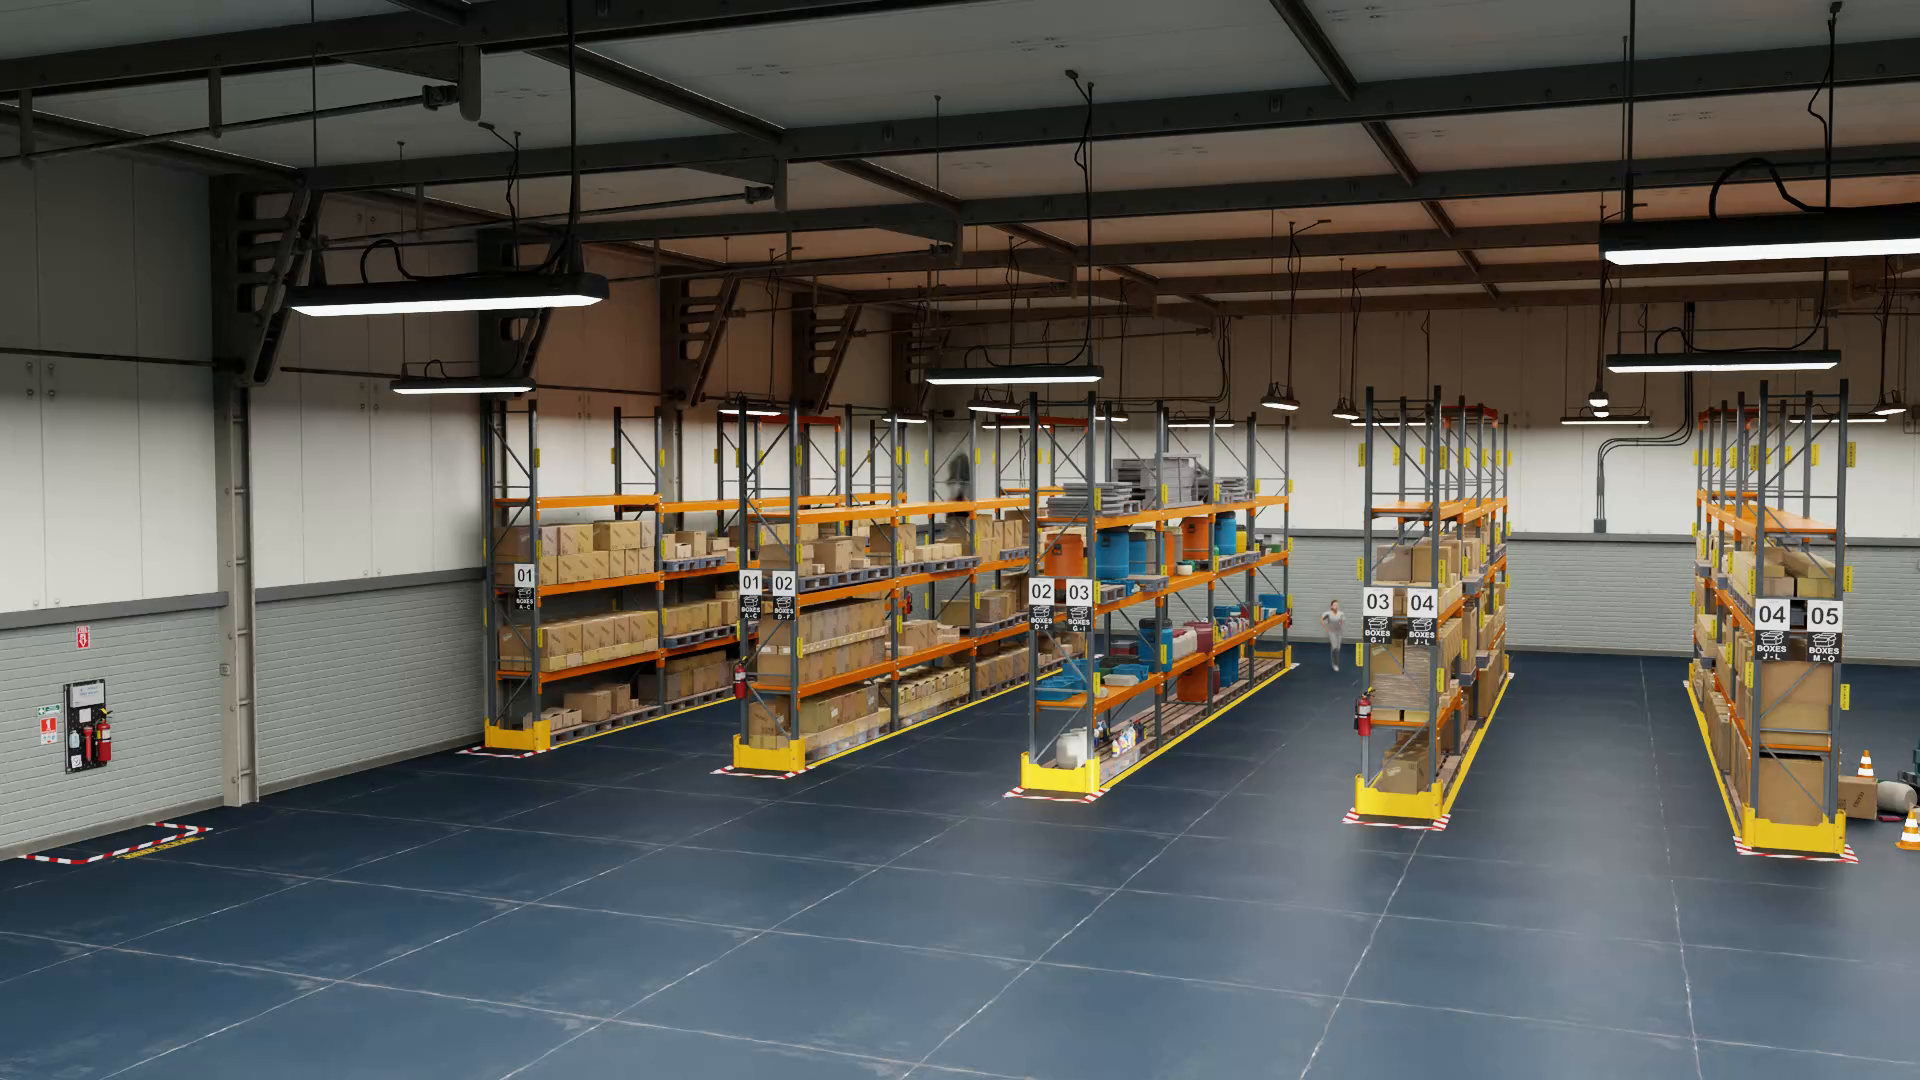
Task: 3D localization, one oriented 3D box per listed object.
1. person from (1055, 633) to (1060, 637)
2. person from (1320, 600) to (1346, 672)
[{"bbox_3d":[2.884,1.995,43.224,0.976,1.794,0.742,1,3,19],"label":"person"},{"bbox_3d":[8.801,2.255,39.105,0.563,1.689,0.747,0,3,-6],"label":"person"}]
